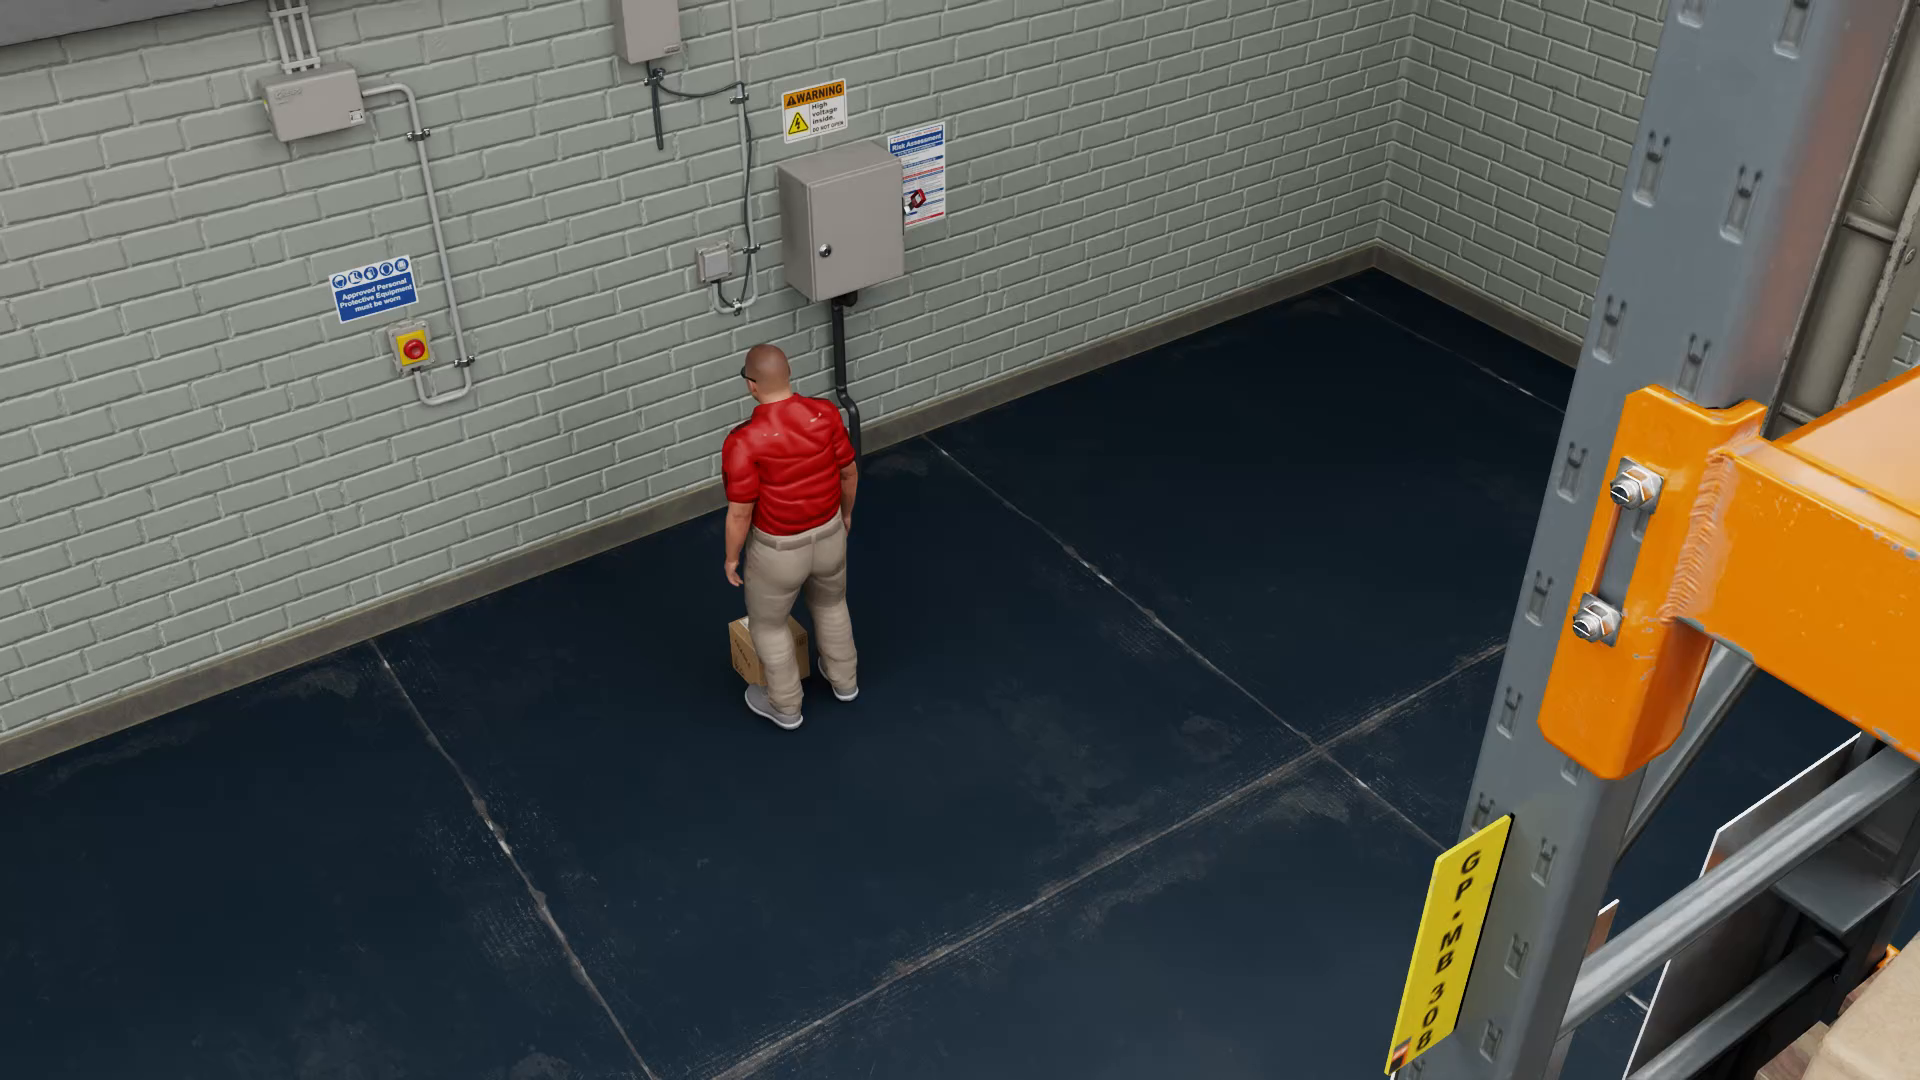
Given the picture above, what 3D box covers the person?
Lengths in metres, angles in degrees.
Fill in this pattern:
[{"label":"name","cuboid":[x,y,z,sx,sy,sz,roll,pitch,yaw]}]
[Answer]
[{"label":"person","cuboid":[-0.676,-0.001,6.661,0.587,1.727,0.394,-22,42,-27]}]
